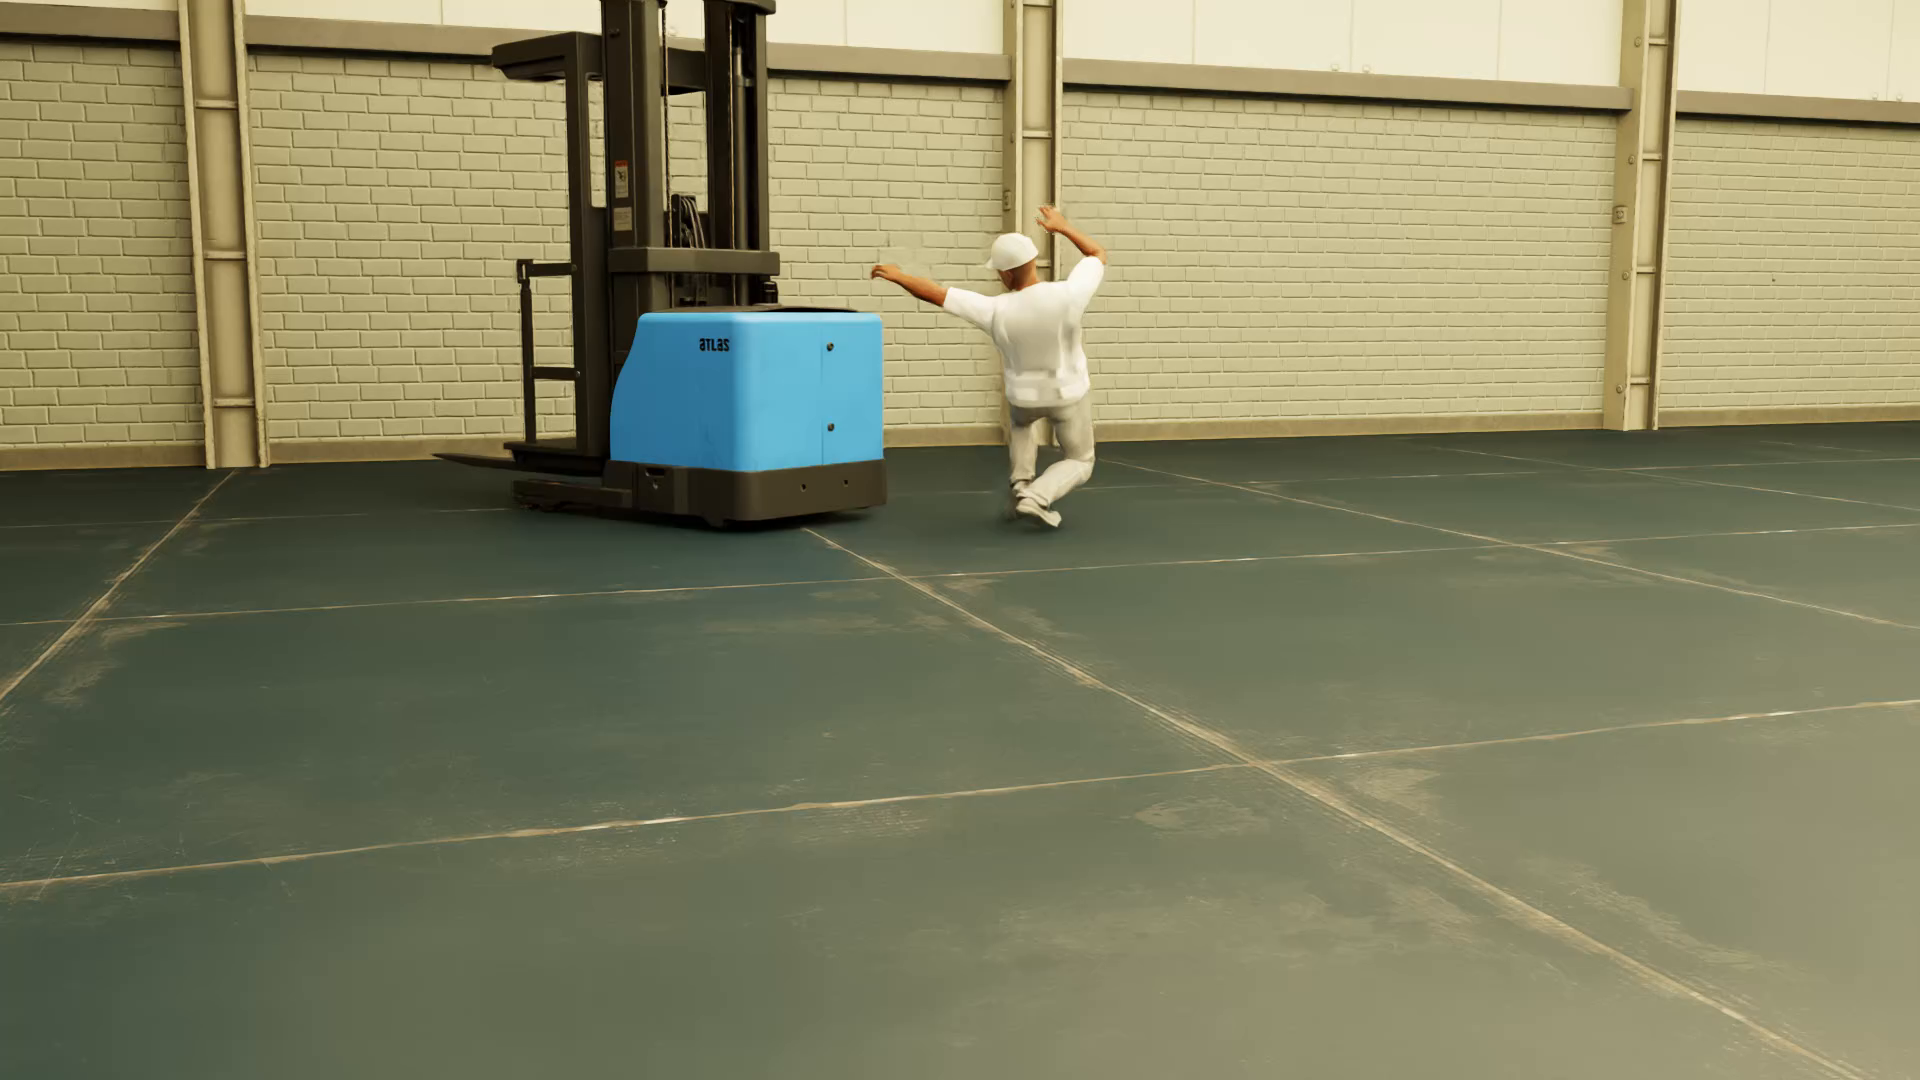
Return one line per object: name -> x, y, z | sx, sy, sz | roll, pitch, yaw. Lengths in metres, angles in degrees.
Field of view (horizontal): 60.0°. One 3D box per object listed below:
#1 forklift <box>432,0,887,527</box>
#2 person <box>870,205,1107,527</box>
forklift -> -1.838, -1.653, 9.206 | 3.031, 2.935, 1.130 | 7, 10, 40
person -> 0.177, -0.875, 8.488 | 1.156, 1.640, 0.841 | 3, 8, 18
